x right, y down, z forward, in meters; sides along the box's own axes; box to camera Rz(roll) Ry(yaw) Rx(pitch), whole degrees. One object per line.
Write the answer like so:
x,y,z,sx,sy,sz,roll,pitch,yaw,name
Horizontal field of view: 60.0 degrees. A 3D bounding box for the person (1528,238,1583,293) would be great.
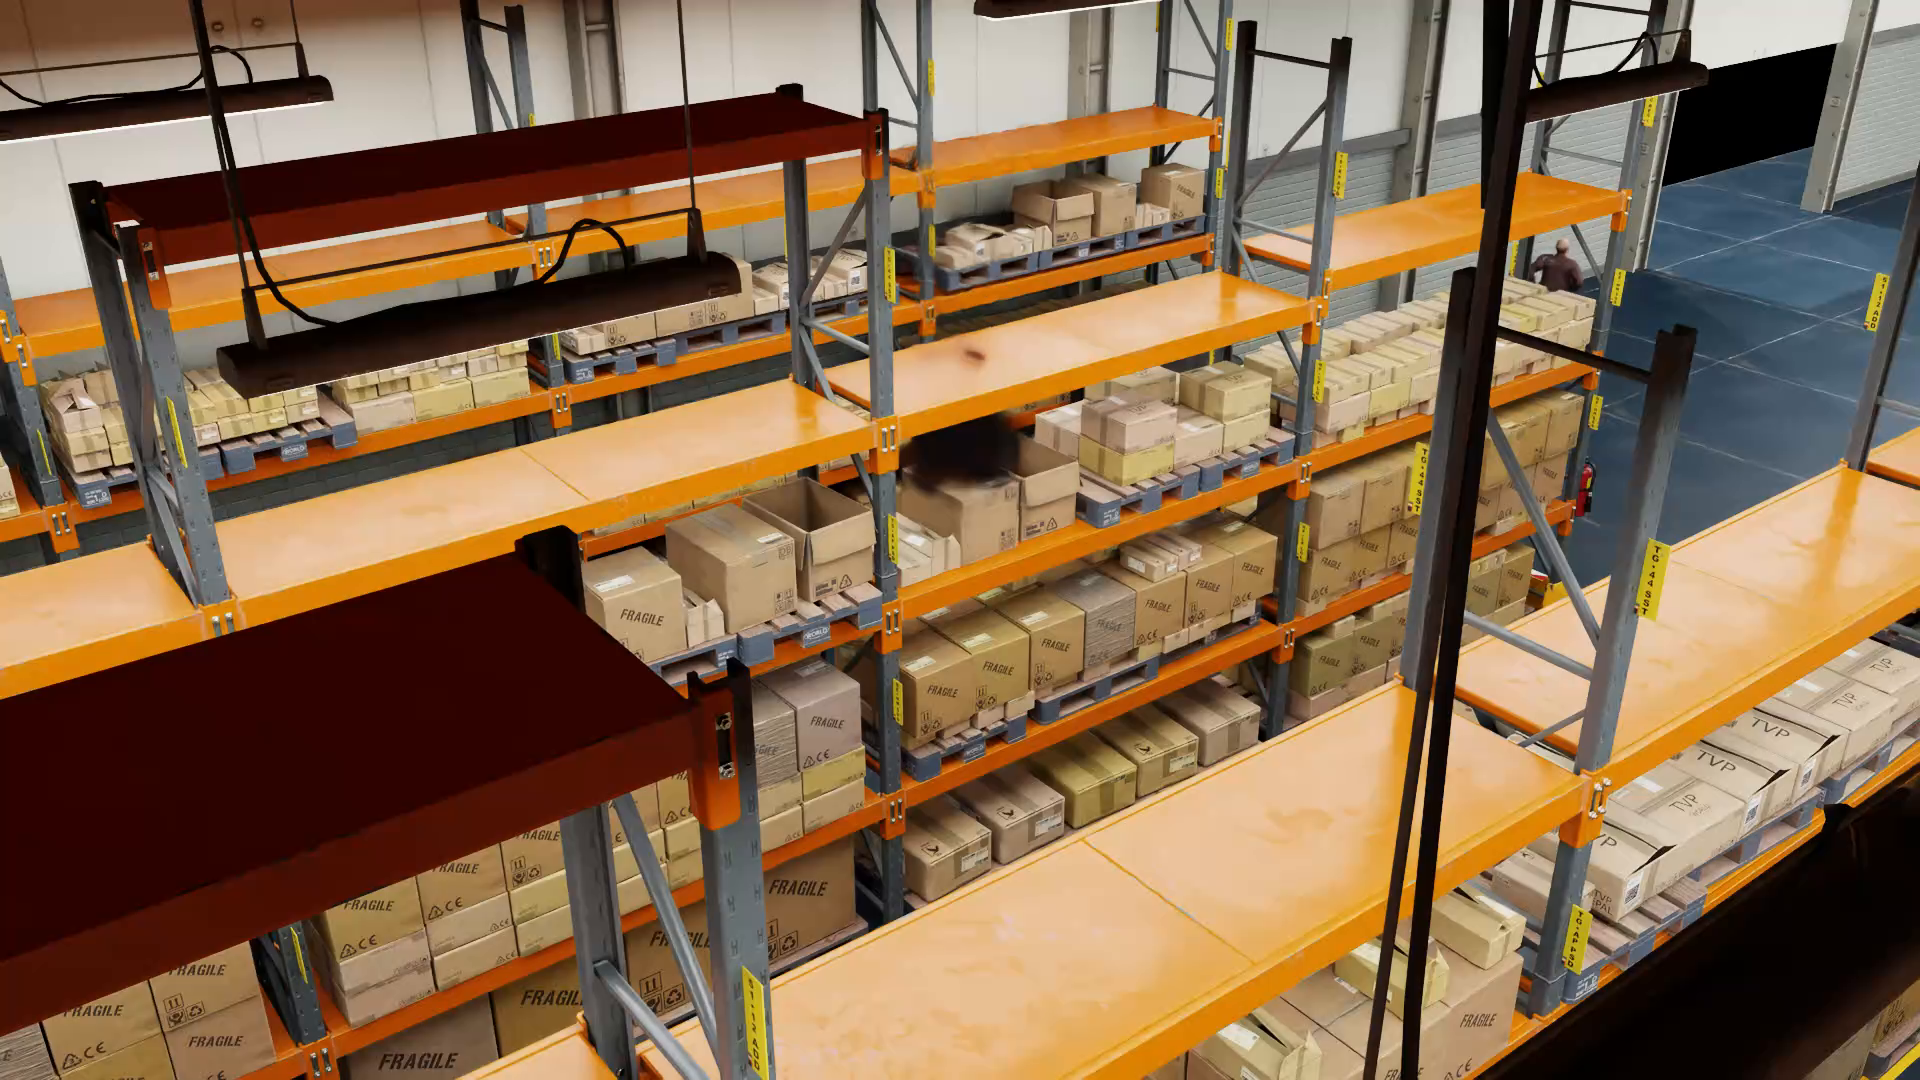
8.092,-3.234,22.712,0.734,1.774,1.076,21,33,36,person
